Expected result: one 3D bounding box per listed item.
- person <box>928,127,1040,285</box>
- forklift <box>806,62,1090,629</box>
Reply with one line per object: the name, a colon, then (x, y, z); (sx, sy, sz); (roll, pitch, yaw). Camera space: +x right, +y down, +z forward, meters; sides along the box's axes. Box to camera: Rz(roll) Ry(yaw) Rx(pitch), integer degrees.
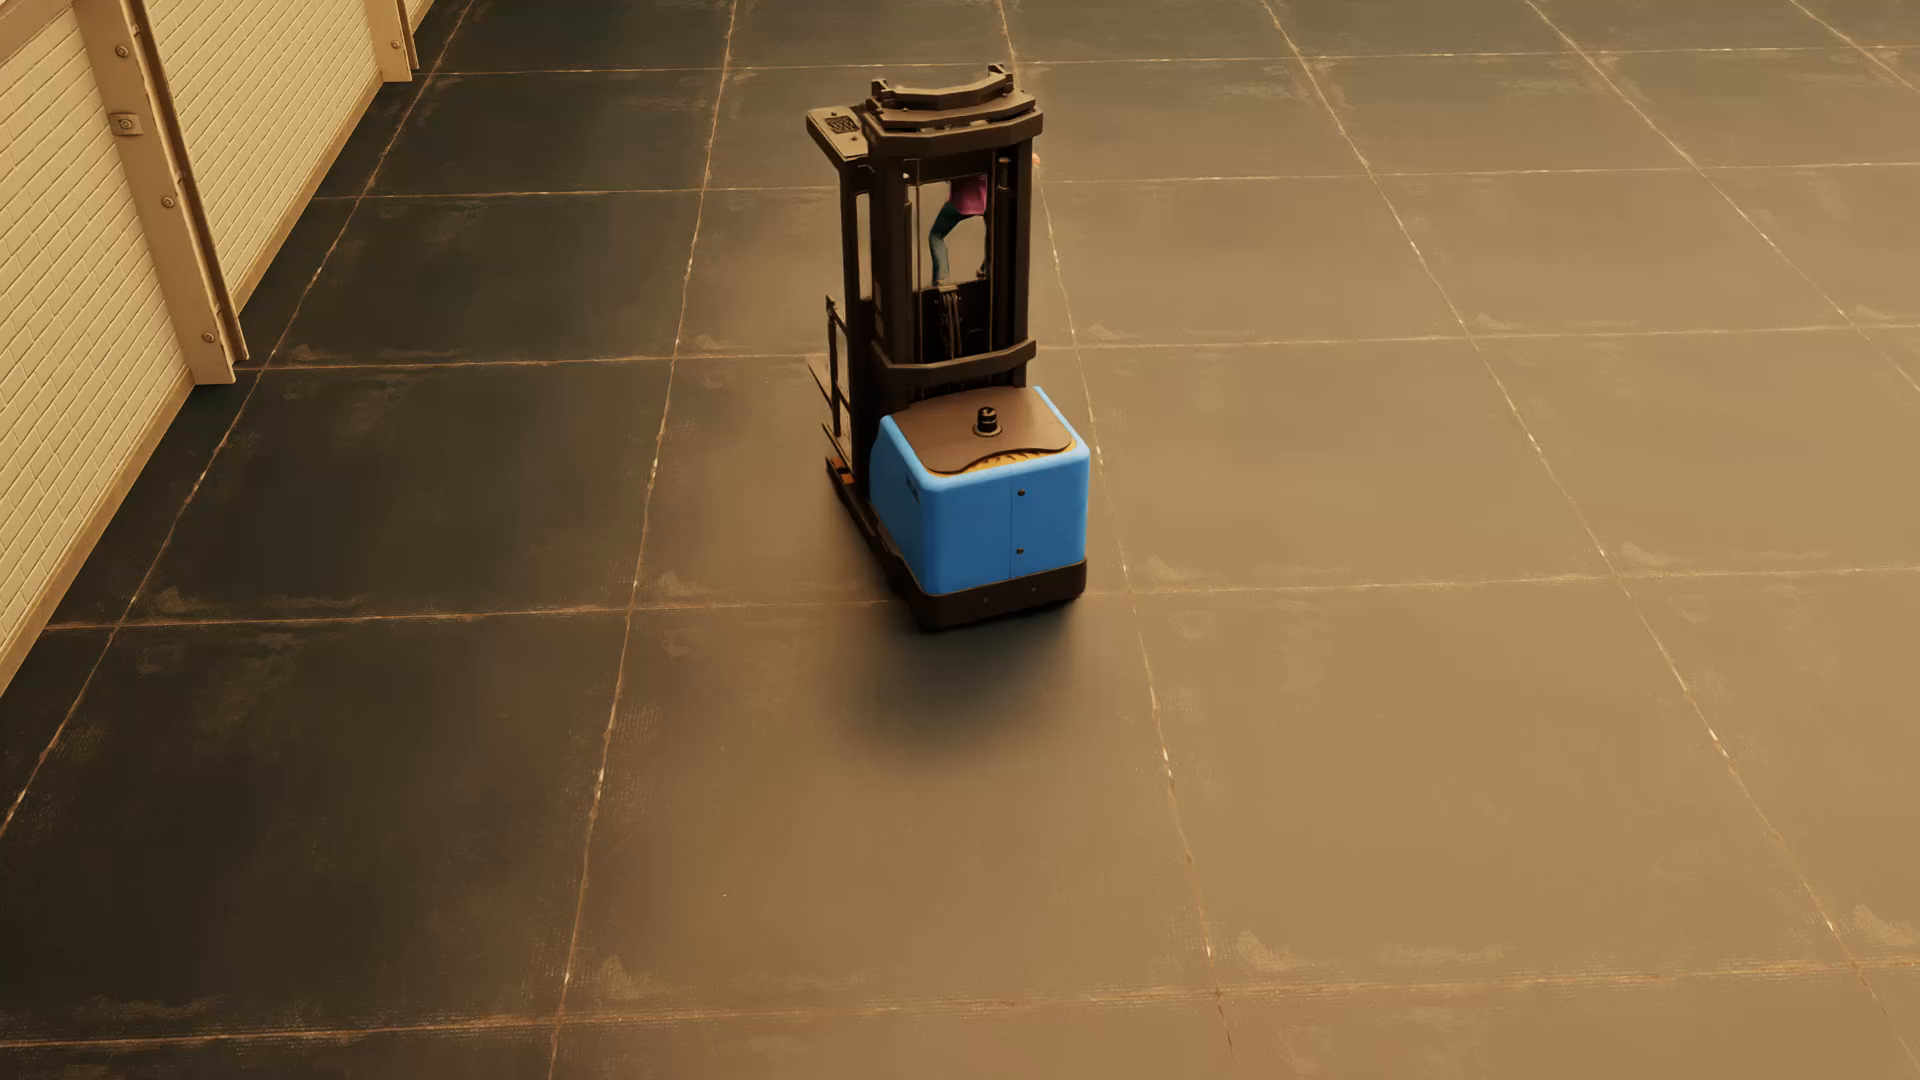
person: (0.191, -2.591, 12.897); (0.918, 1.340, 0.676); (-6, 36, -8)
forklift: (-0.242, -1.536, 10.119); (1.130, 2.935, 3.031); (-13, 38, -17)
